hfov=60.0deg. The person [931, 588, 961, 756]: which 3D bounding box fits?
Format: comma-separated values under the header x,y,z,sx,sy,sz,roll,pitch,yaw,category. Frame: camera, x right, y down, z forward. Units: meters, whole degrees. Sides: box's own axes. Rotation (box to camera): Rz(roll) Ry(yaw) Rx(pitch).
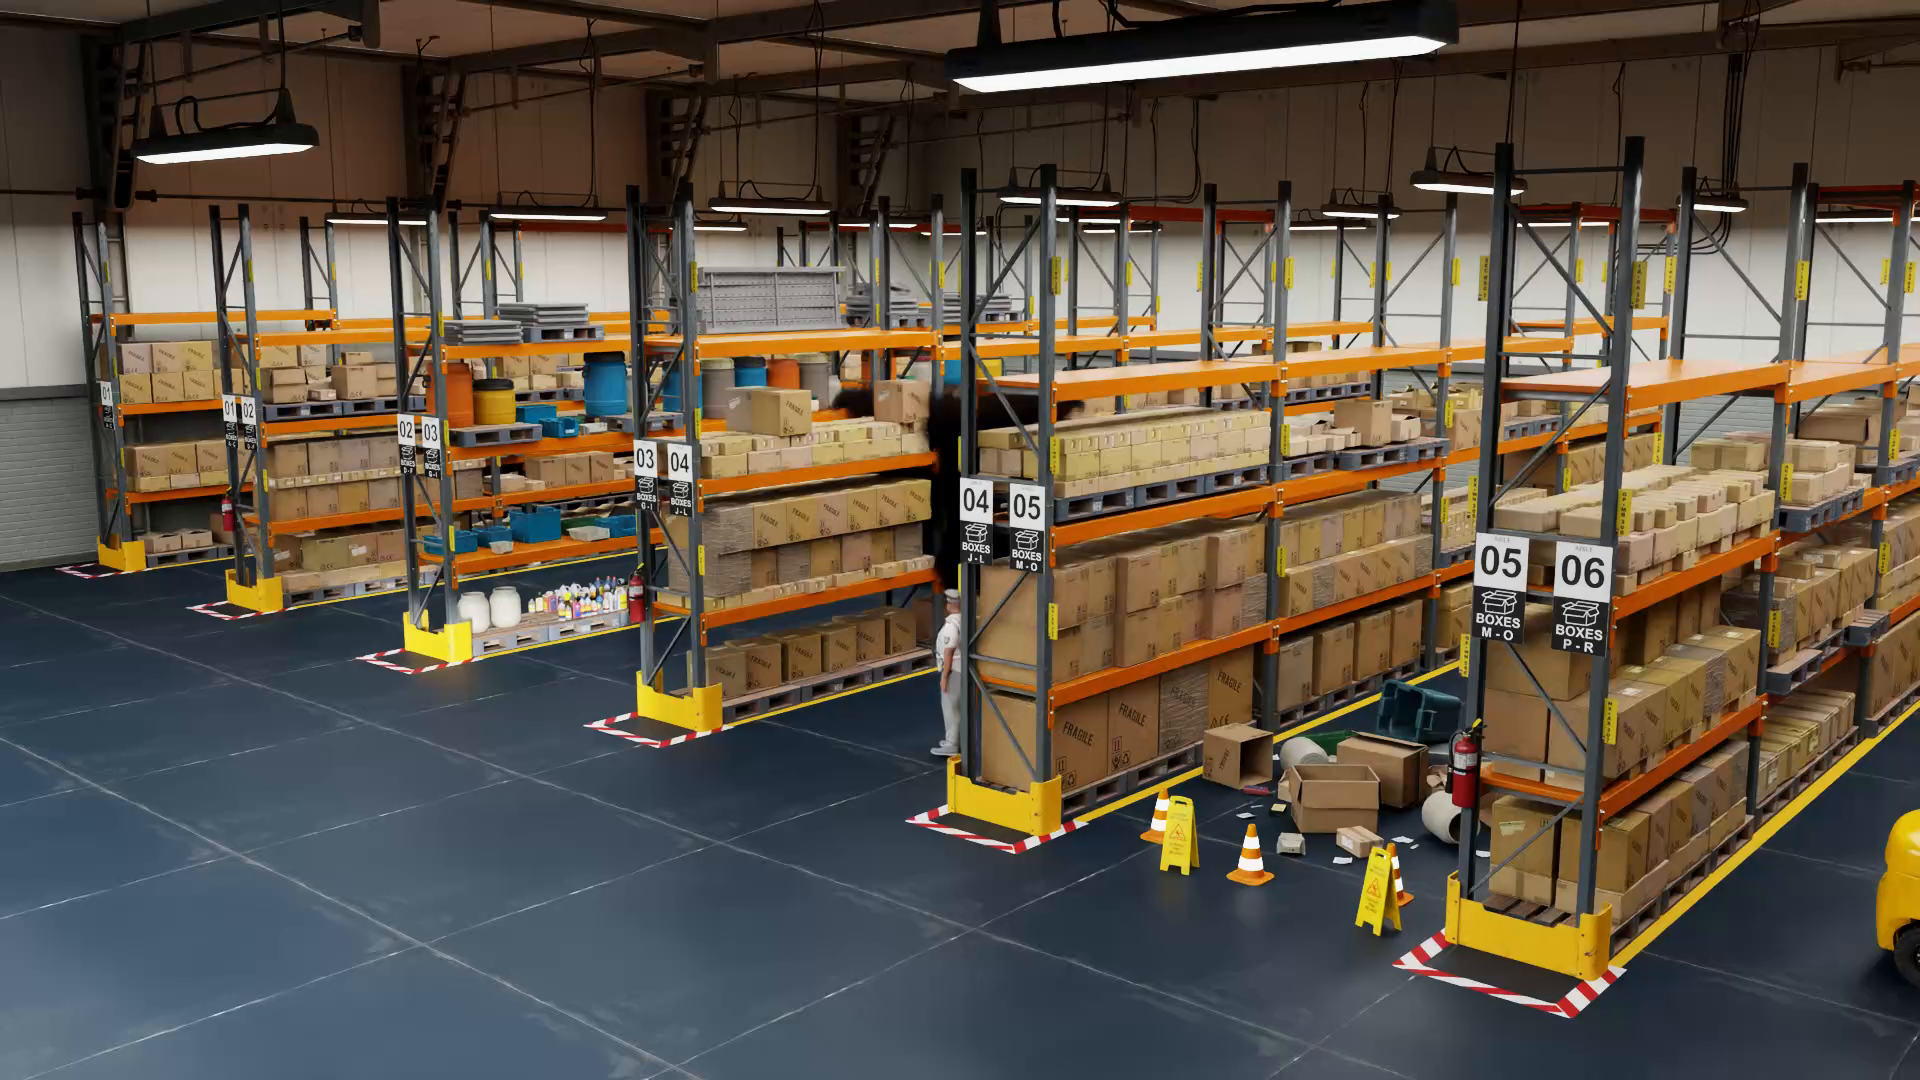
x,y,z,sx,sy,sz,roll,pitch,yaw,category
-0.052,1.387,17.593,0.451,1.760,0.585,5,11,27,person
